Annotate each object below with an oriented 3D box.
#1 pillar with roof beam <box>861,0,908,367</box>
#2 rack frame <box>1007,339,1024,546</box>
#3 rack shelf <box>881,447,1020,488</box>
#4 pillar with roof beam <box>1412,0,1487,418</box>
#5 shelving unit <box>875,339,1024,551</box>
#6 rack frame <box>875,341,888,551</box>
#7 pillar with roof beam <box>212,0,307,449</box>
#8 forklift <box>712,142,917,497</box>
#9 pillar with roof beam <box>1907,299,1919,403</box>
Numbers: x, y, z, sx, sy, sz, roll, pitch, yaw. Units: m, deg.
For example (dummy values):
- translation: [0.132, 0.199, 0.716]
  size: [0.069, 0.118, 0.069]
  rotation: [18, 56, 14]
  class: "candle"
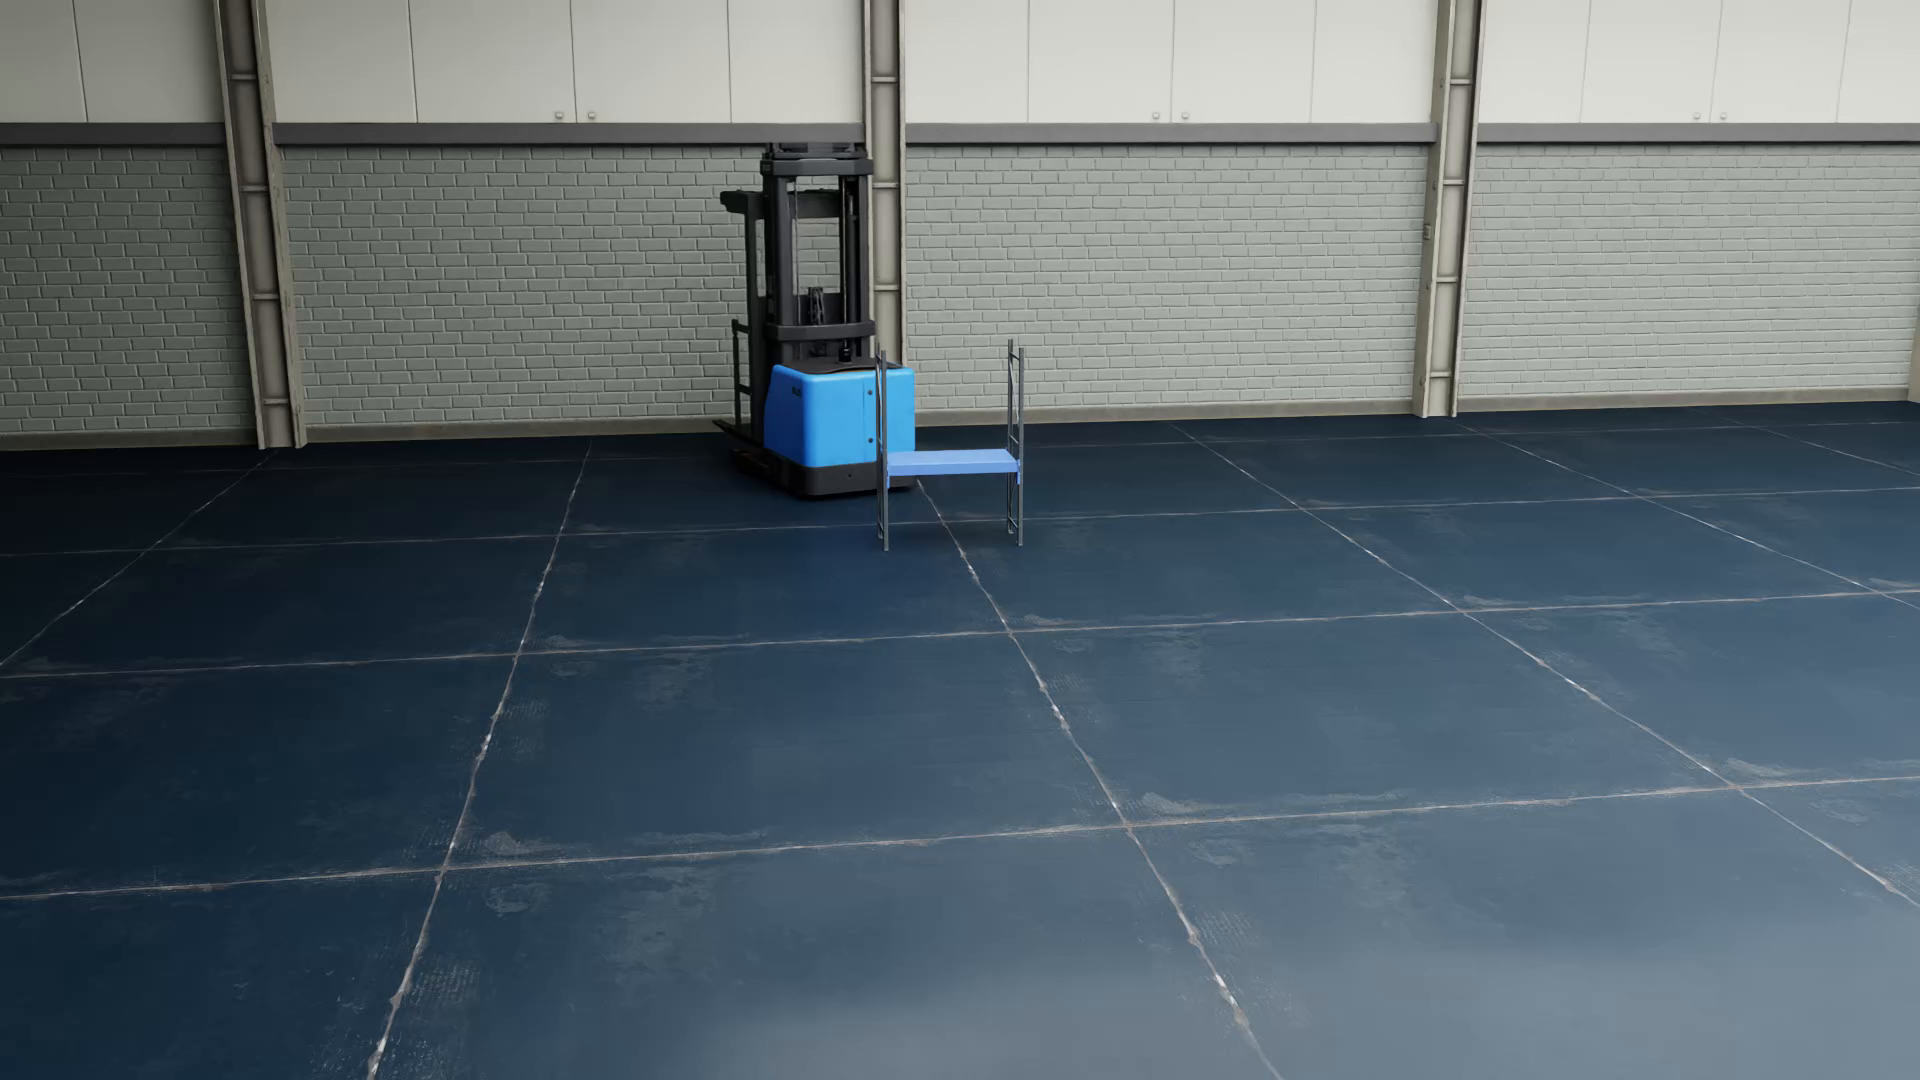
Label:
- translation: [-0.116, -4.479, 12.084]
  size: [0.400, 9.000, 9.100]
  rotation: [-2, 14, -8]
  class: "pillar with roof beam"
- translation: [0.418, -0.743, 12.601]
  size: [0.032, 1.500, 0.500]
  rotation: [-2, 14, -8]
  class: "rack frame"
- translation: [-0.084, -0.550, 12.571]
  size: [1.000, 0.185, 0.538]
  rotation: [-2, 14, -8]
  class: "rack shelf"
- translation: [5.817, -4.697, 12.951]
  size: [0.400, 9.000, 9.100]
  rotation: [-2, 14, -8]
  class: "pillar with roof beam"
- translation: [-0.084, -0.724, 12.527]
  size: [1.048, 1.500, 0.538]
  rotation: [-2, 14, -8]
  class: "shelving unit"
- translation: [-0.587, -0.706, 12.454]
  size: [0.032, 1.500, 0.500]
  rotation: [-2, 14, -8]
  class: "rack frame"
- translation: [-6.049, -4.262, 11.217]
  size: [0.400, 9.000, 9.100]
  rotation: [-2, 14, -8]
  class: "pillar with roof beam"
- translation: [-1.484, -2.101, 15.076]
  size: [1.130, 2.935, 3.031]
  rotation: [-7, 16, -26]
  class: "forklift"
- translation: [11.751, -4.914, 13.818]
  size: [0.400, 9.000, 9.100]
  rotation: [-2, 14, -8]
  class: "pillar with roof beam"
